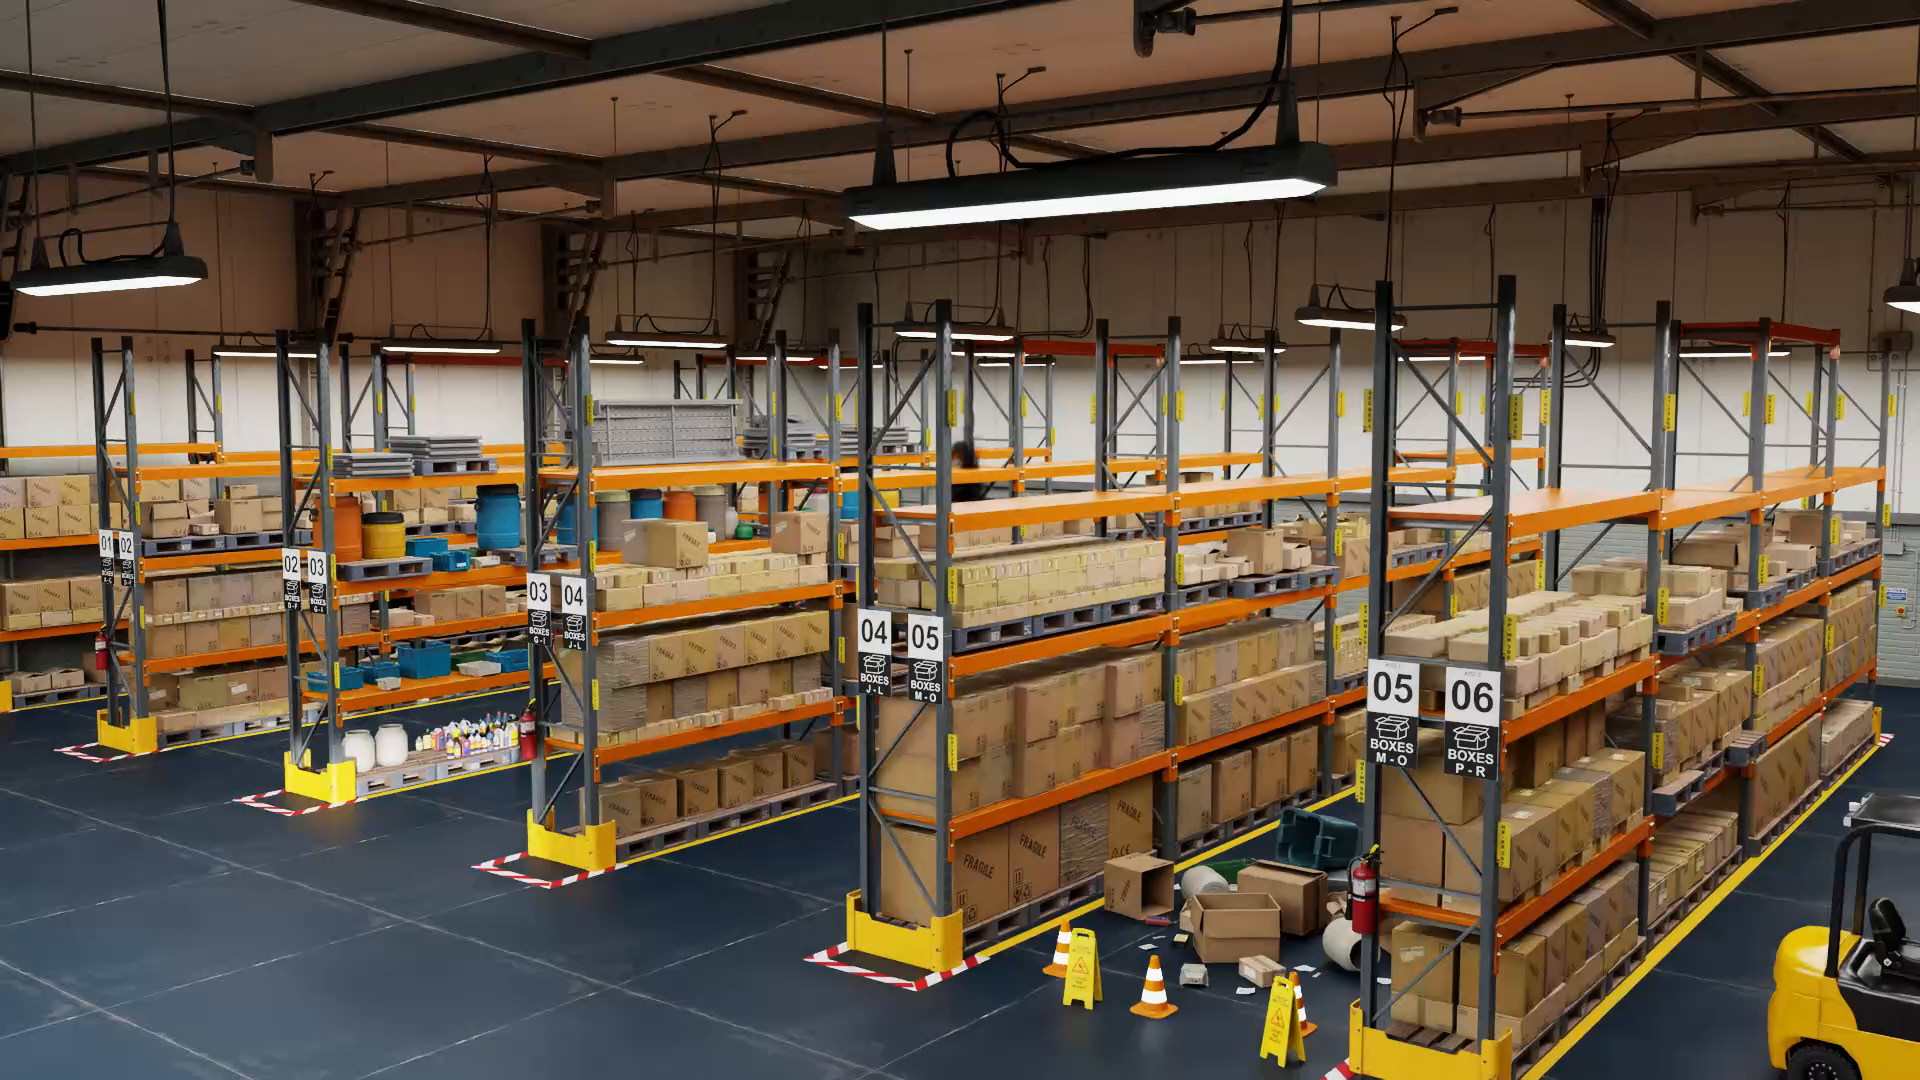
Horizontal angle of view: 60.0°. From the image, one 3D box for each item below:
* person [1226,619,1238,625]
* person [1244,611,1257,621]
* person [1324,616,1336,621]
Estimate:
[{"bbox_3d":[3.850,1.975,23.732,0.581,1.690,0.895,4,6,38],"label":"person"},{"bbox_3d":[4.768,1.939,27.273,0.708,1.728,0.663,3,6,30],"label":"person"},{"bbox_3d":[5.990,2.004,26.759,0.577,1.682,0.966,5,7,43],"label":"person"}]
